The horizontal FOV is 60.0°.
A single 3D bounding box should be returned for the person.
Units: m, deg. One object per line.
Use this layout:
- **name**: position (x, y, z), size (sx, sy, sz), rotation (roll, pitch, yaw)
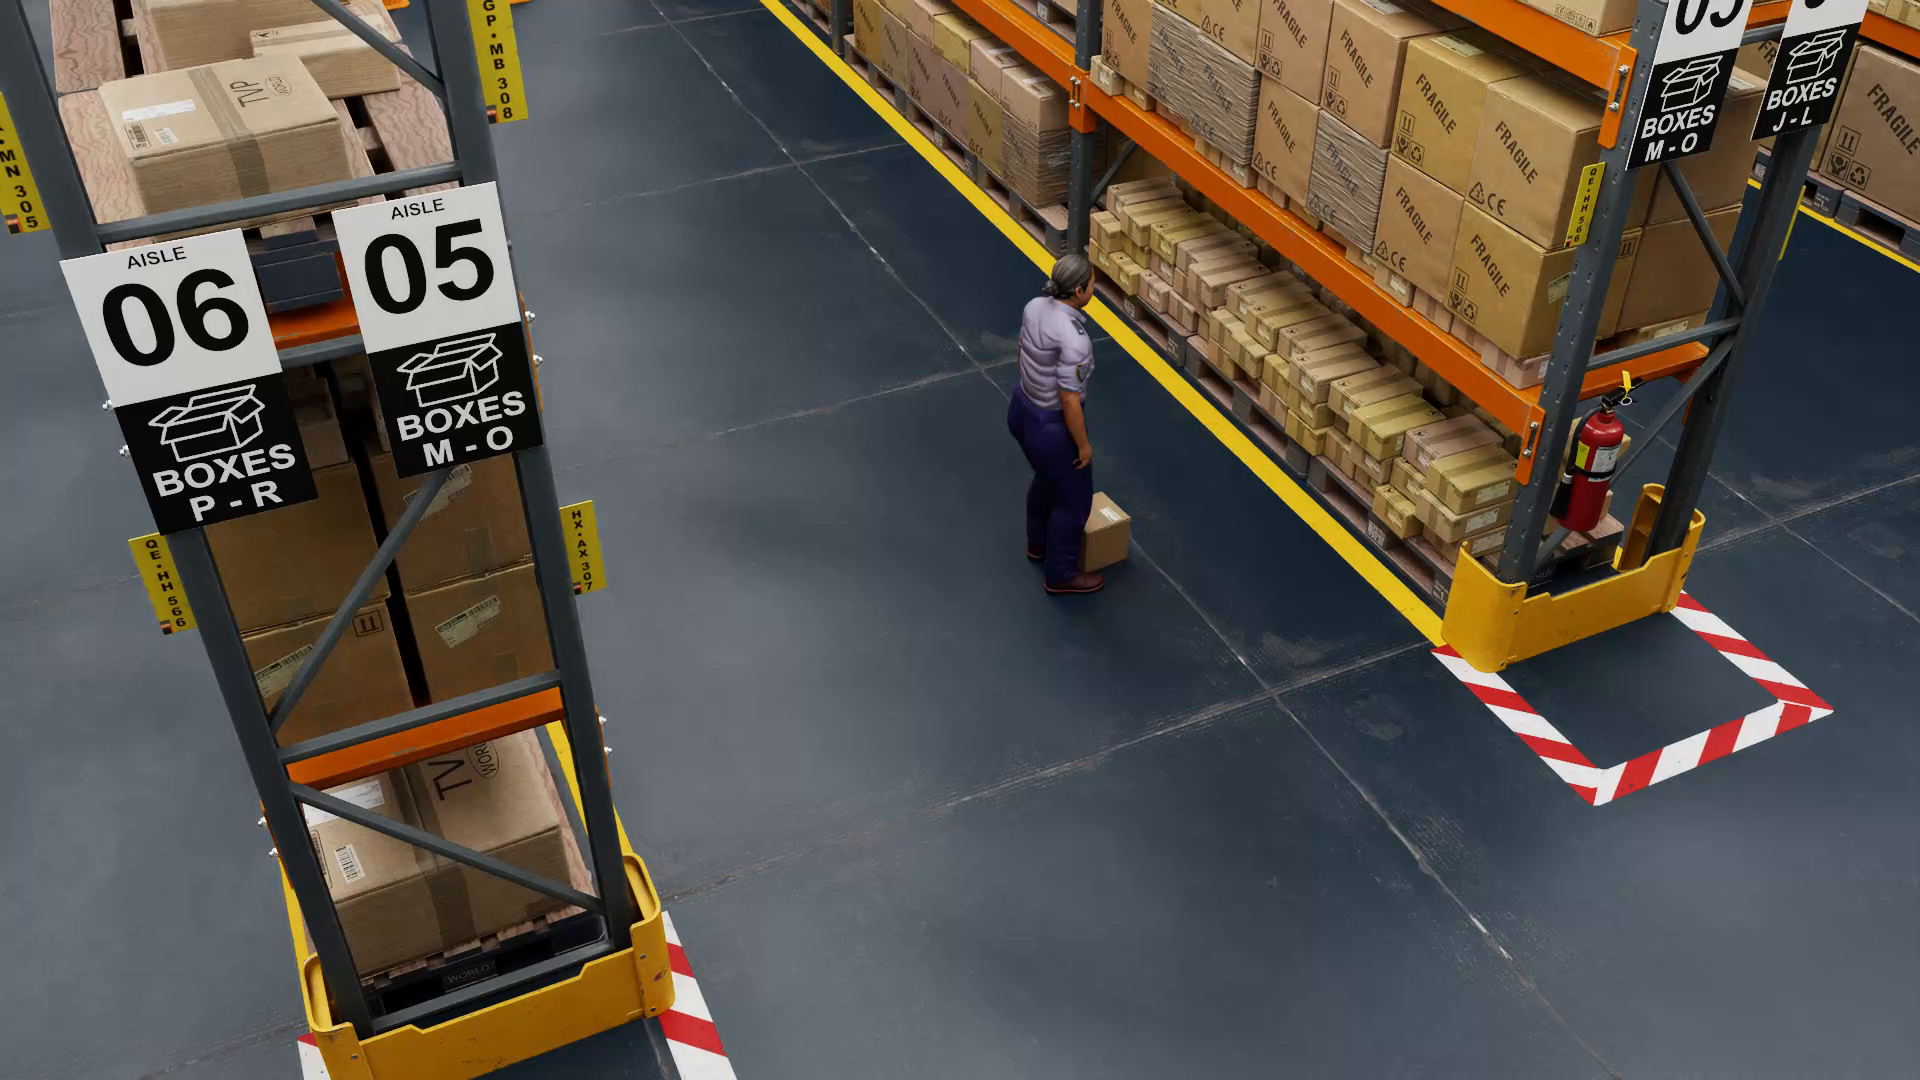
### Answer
- **person**: position (0.453, -0.525, 7.557), size (0.417, 1.637, 0.537), rotation (-16, 40, -20)
